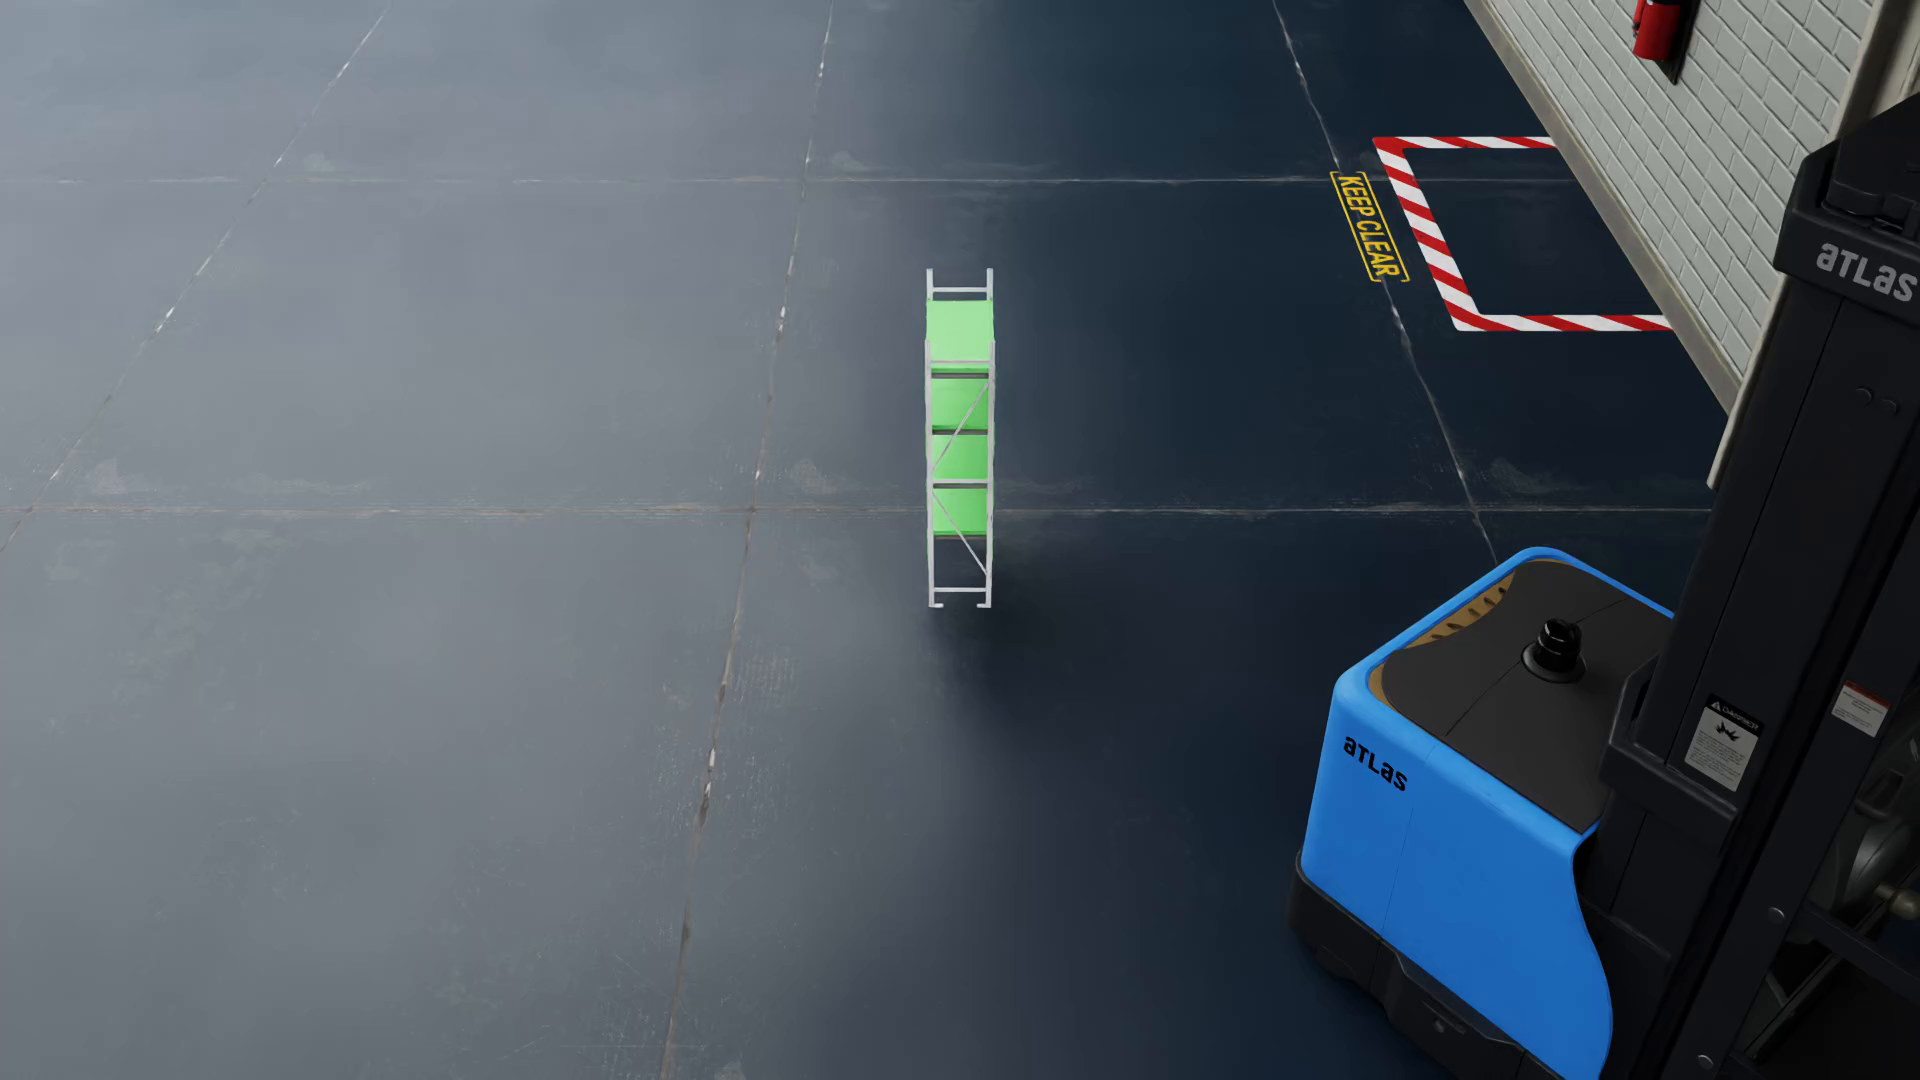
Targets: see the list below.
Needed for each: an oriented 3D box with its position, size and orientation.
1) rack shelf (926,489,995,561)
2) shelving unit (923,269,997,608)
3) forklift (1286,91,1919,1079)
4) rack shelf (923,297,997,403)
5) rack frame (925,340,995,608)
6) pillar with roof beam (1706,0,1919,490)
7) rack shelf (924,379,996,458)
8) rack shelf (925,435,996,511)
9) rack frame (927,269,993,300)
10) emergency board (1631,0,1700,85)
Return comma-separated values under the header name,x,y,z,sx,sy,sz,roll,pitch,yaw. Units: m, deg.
name,x,y,z,sx,sy,sz,roll,pitch,yaw
rack shelf,0.000,-0.128,6.436,0.258,0.148,0.480,0,39,0
shelving unit,0.000,-0.365,6.246,0.258,1.200,0.503,0,39,0
forklift,2.350,0.587,3.674,1.130,2.935,3.031,-28,46,-30
rack shelf,0.000,-0.689,5.985,0.258,0.148,0.480,0,39,0
rack frame,0.000,-0.212,6.055,0.240,1.200,0.015,0,39,0
pillar with roof beam,-0.984,-3.634,4.089,9.100,9.000,0.400,0,39,0
rack shelf,0.000,-0.502,6.135,0.258,0.148,0.480,0,39,0
rack shelf,0.000,-0.315,6.286,0.258,0.148,0.480,0,39,0
rack frame,0.000,-0.517,6.436,0.240,1.200,0.015,0,39,0
emergency board,3.357,-2.841,7.897,0.194,1.169,0.643,0,39,0
